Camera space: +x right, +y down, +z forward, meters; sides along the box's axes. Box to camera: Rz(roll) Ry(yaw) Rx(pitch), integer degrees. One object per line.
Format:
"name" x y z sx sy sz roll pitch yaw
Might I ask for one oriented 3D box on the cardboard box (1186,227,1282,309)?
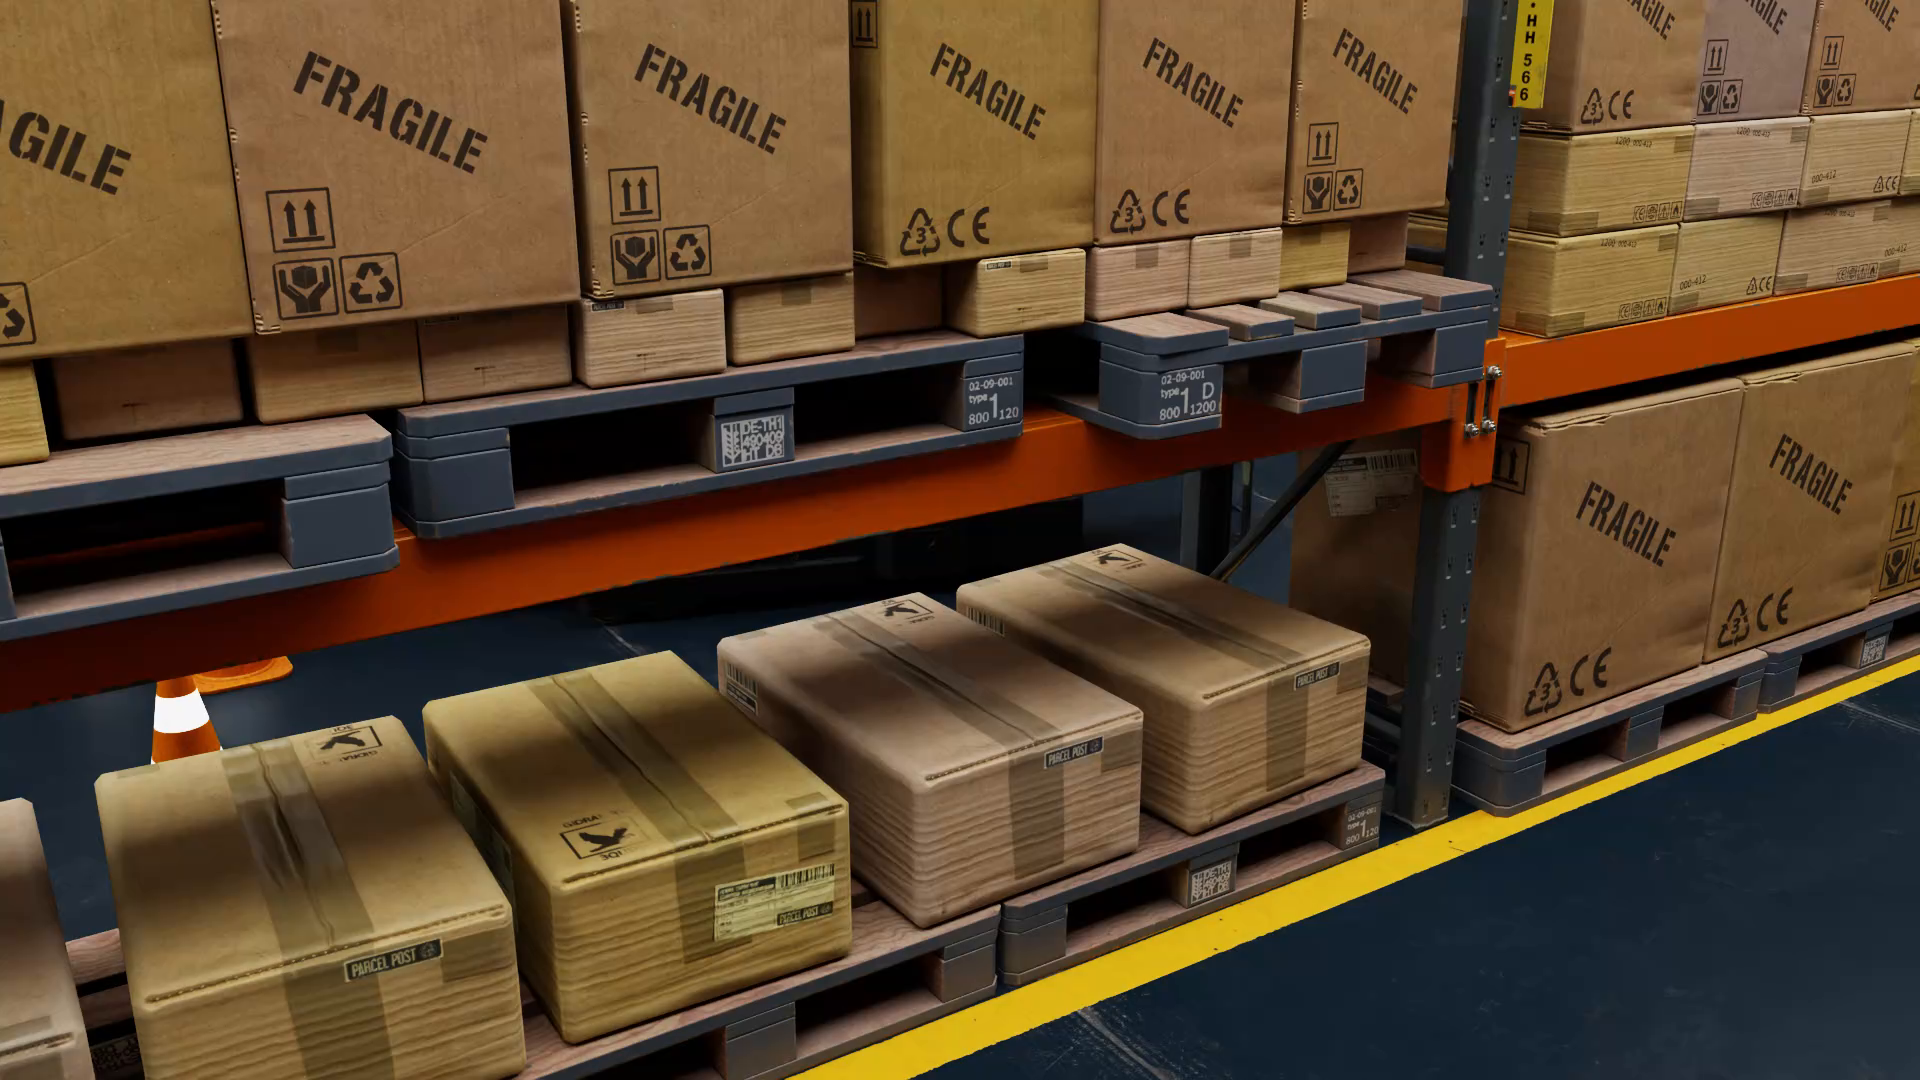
"cardboard box" 0.479 -0.620 3.631 0.250 0.149 0.380 -12 22 -32

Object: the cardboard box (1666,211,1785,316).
"cardboard box" 1.959 -0.827 4.740 0.500 0.250 0.500 -13 22 -33

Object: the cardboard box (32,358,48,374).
"cardboard box" -1.644 -0.420 3.040 0.250 0.149 0.380 -12 22 -32

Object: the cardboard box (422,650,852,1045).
"cardboard box" -0.733 0.623 3.665 0.625 0.372 0.950 -11 22 -30

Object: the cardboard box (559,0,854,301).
"cardboard box" -0.537 -0.737 2.966 0.500 0.500 0.500 -13 23 -34

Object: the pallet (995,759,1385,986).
"pallet" 0.340 0.675 4.419 1.213 0.211 1.003 -12 22 -31

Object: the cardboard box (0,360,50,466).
"cardboard box" -1.499 -0.213 2.429 0.250 0.149 0.380 -11 22 -30

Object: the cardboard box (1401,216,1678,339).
"cardboard box" 1.540 -0.731 4.459 0.500 0.250 0.500 -12 22 -32

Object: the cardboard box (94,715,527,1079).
"cardboard box" -1.312 0.746 3.301 0.625 0.372 0.950 -10 21 -28

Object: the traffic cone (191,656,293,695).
"traffic cone" -2.390 0.211 5.397 0.334 0.463 0.336 -12 22 -31

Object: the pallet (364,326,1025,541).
"pallet" -0.638 -0.333 3.346 1.213 0.211 1.003 -12 22 -31

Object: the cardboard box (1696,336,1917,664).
"cardboard box" 2.363 -0.231 5.407 0.875 0.875 0.875 -12 22 -31

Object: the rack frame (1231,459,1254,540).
"rack frame" 1.106 -0.768 6.674 0.023 1.500 0.400 -5 19 -15

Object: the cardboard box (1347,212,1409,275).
"cardboard box" 0.849 -0.743 3.995 0.250 0.149 0.380 -11 22 -29

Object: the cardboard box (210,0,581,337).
"cardboard box" -0.960 -0.644 2.689 0.500 0.500 0.500 -12 22 -32

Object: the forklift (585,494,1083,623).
"forklift" -1.107 -1.282 5.961 3.031 2.935 1.130 -5 19 -15

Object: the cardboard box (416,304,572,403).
"cardboard box" -0.859 -0.361 2.865 0.250 0.149 0.380 -12 22 -31

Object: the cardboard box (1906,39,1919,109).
"cardboard box" 2.812 -1.591 5.050 0.500 0.500 0.500 -12 22 -31

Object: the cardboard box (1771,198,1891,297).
"cardboard box" 2.401 -0.917 5.009 0.500 0.250 0.500 -11 22 -30

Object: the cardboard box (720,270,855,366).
"cardboard box" -0.402 -0.449 3.125 0.250 0.149 0.380 -13 22 -33

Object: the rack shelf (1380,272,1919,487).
"rack shelf" 2.664 -0.795 5.536 4.000 0.370 1.077 -12 22 -31

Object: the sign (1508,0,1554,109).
"sign" 1.300 -1.151 3.782 0.005 0.325 0.100 -12 22 -31

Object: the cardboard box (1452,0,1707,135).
"cardboard box" 1.540 -1.326 4.266 0.500 0.500 0.500 -13 22 -33

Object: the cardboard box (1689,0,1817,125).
"cardboard box" 1.949 -1.416 4.532 0.500 0.500 0.500 -12 22 -31

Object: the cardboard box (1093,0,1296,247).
"cardboard box" 0.341 -0.922 3.513 0.500 0.500 0.500 -12 22 -32

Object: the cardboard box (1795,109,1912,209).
"cardboard box" 2.408 -1.148 4.910 0.500 0.250 0.500 -12 22 -32

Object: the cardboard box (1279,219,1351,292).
"cardboard box" 0.665 -0.676 3.798 0.250 0.149 0.380 -12 22 -31

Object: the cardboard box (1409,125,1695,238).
"cardboard box" 1.552 -0.973 4.391 0.500 0.250 0.500 -12 22 -32

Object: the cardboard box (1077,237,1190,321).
"cardboard box" 0.264 -0.578 3.506 0.250 0.149 0.380 -13 23 -34

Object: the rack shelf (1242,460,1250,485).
"rack shelf" 0.754 -0.427 6.685 0.720 0.370 0.431 -5 19 -15

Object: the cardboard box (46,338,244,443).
"cardboard box" -1.304 -0.284 2.637 0.250 0.149 0.380 -10 21 -28

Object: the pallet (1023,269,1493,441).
"pallet" 0.457 -0.539 3.954 1.003 0.211 1.213 -12 22 -31

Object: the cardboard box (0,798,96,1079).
"cardboard box" -1.911 0.874 2.924 0.625 0.372 0.950 -12 22 -31

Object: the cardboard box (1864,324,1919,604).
"cardboard box" 3.110 -0.389 5.873 0.875 0.875 0.875 -11 22 -30

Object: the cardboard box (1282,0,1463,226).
"cardboard box" 0.766 -1.016 3.791 0.500 0.500 0.500 -13 22 -33

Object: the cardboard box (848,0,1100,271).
"cardboard box" -0.080 -0.833 3.249 0.500 0.500 0.500 -14 23 -35

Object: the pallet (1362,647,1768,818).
"pallet" 1.693 0.419 5.177 1.213 0.211 1.003 -12 22 -31

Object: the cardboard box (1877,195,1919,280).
"cardboard box" 2.811 -1.005 5.269 0.500 0.250 0.500 -12 22 -31

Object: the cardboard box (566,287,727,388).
"cardboard box" -0.608 -0.394 2.963 0.250 0.149 0.380 -11 22 -29

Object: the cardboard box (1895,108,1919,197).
"cardboard box" 2.838 -1.234 5.164 0.500 0.250 0.500 -11 22 -30

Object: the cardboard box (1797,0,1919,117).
"cardboard box" 2.389 -1.503 4.790 0.500 0.500 0.500 -11 22 -30

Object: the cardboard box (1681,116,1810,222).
"cardboard box" 1.984 -1.063 4.660 0.500 0.250 0.500 -11 22 -30

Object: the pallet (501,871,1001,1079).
"pallet" -0.678 0.888 3.788 1.213 0.211 1.003 -12 22 -31

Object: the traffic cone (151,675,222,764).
"traffic cone" -2.082 0.530 4.455 0.334 0.463 0.336 -12 22 -31

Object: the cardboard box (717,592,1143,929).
"cardboard box" -0.096 0.491 4.055 0.625 0.372 0.950 -12 22 -32

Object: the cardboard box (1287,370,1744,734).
"cardboard box" 1.616 -0.075 4.946 0.875 0.875 0.875 -12 22 -32

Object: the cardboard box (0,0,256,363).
"cardboard box" -1.380 -0.560 2.443 0.500 0.500 0.500 -12 22 -31

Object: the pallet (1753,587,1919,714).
"pallet" 2.711 0.205 5.808 1.213 0.211 1.003 -12 22 -31

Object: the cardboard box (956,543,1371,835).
"cardboard box" 0.516 0.359 4.446 0.625 0.372 0.950 -14 23 -35

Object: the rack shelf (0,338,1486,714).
"rack shelf" -0.677 -0.090 3.452 4.000 0.370 1.077 -12 22 -31

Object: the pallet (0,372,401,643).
"pallet" -1.629 -0.084 2.609 1.213 0.211 1.003 -12 22 -31

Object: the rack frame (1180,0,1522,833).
"rack frame" 0.993 -0.784 4.379 0.127 3.000 1.000 -12 22 -31

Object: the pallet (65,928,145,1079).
"pallet" -1.698 1.104 3.148 1.213 0.211 1.003 -12 22 -31

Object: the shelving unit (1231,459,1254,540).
"shelving unit" 0.754 -0.736 6.580 0.755 1.500 0.431 -5 19 -15

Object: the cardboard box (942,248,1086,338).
"cardboard box" 0.042 -0.525 3.352 0.250 0.149 0.380 -11 22 -30

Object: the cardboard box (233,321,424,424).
"cardboard box" -1.066 -0.318 2.738 0.250 0.149 0.380 -12 22 -31

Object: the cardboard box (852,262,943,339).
"cardboard box" -0.237 -0.515 3.321 0.250 0.149 0.380 -12 22 -31
